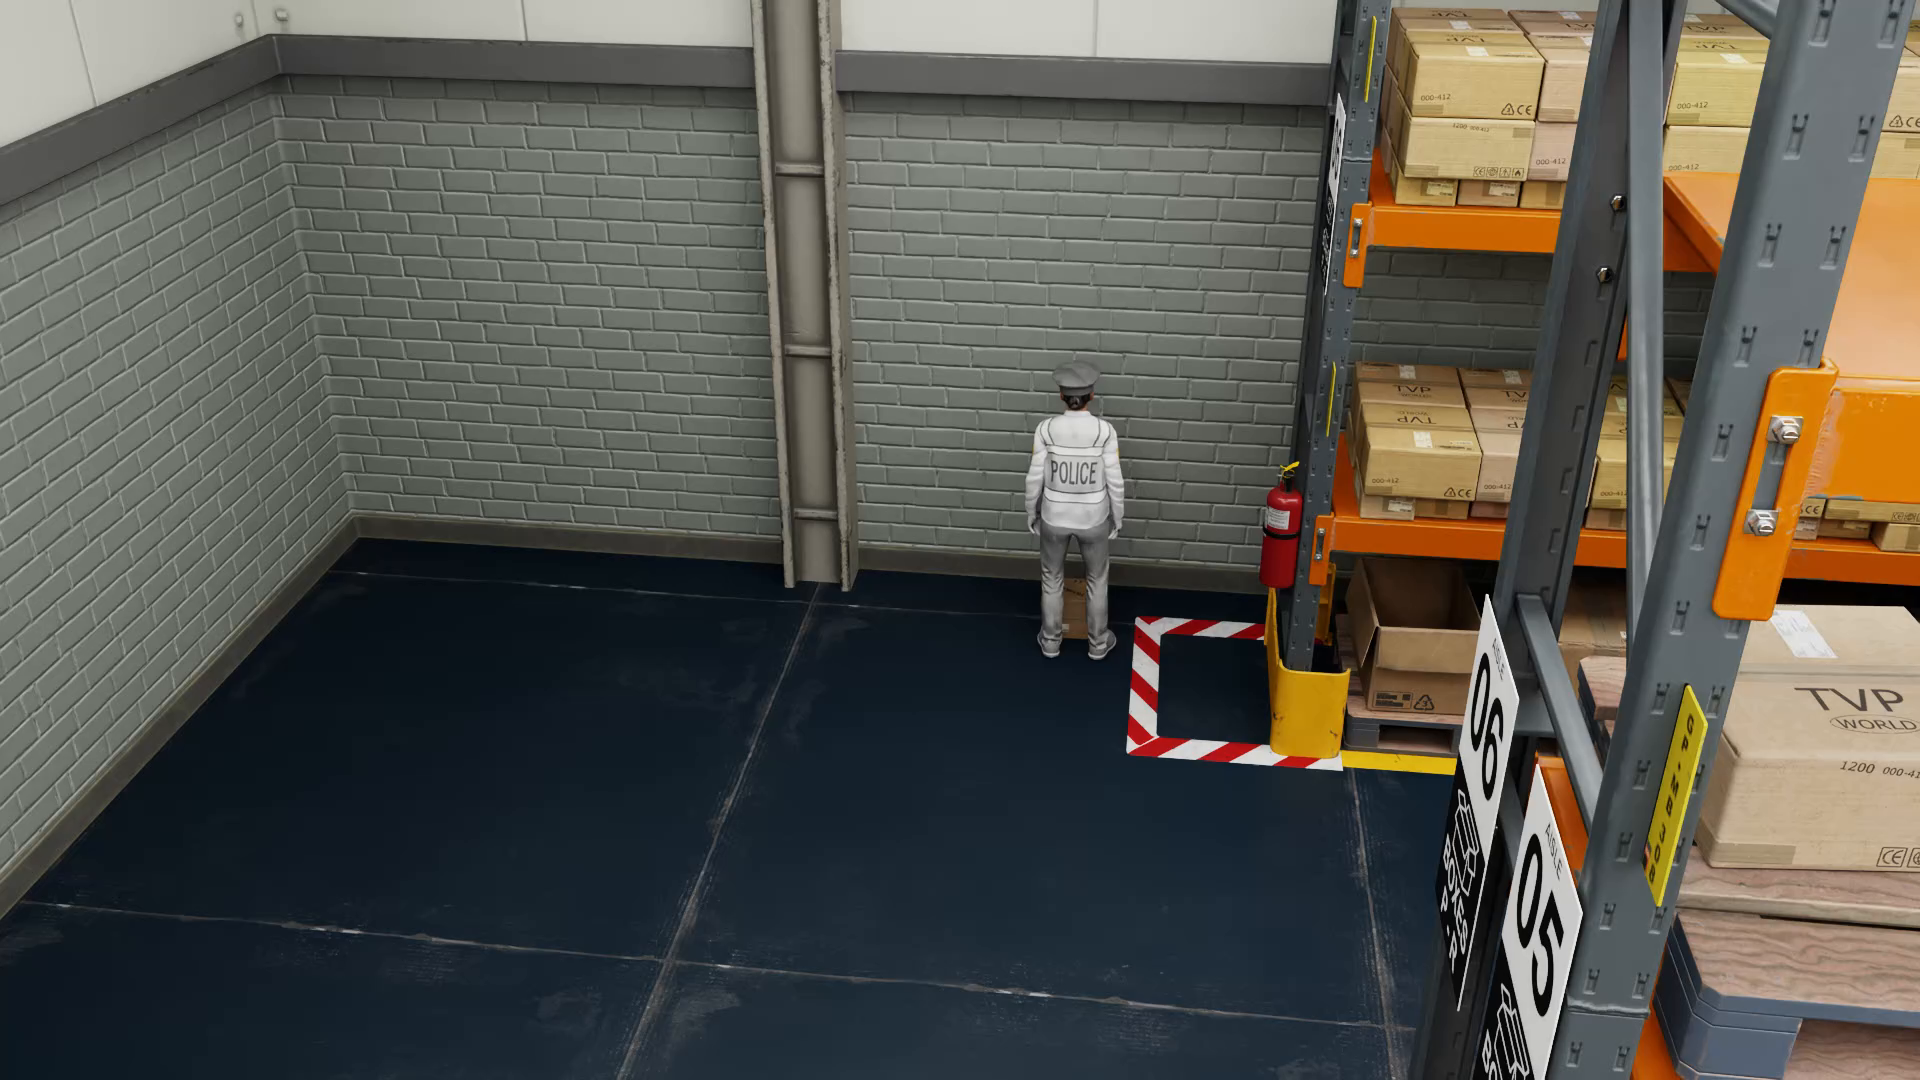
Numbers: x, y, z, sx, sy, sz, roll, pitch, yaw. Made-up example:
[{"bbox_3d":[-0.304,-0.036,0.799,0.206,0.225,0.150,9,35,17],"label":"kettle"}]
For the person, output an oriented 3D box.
[{"bbox_3d":[0.606,-0.121,8.841,0.529,1.663,0.371,4,29,7],"label":"person"}]
